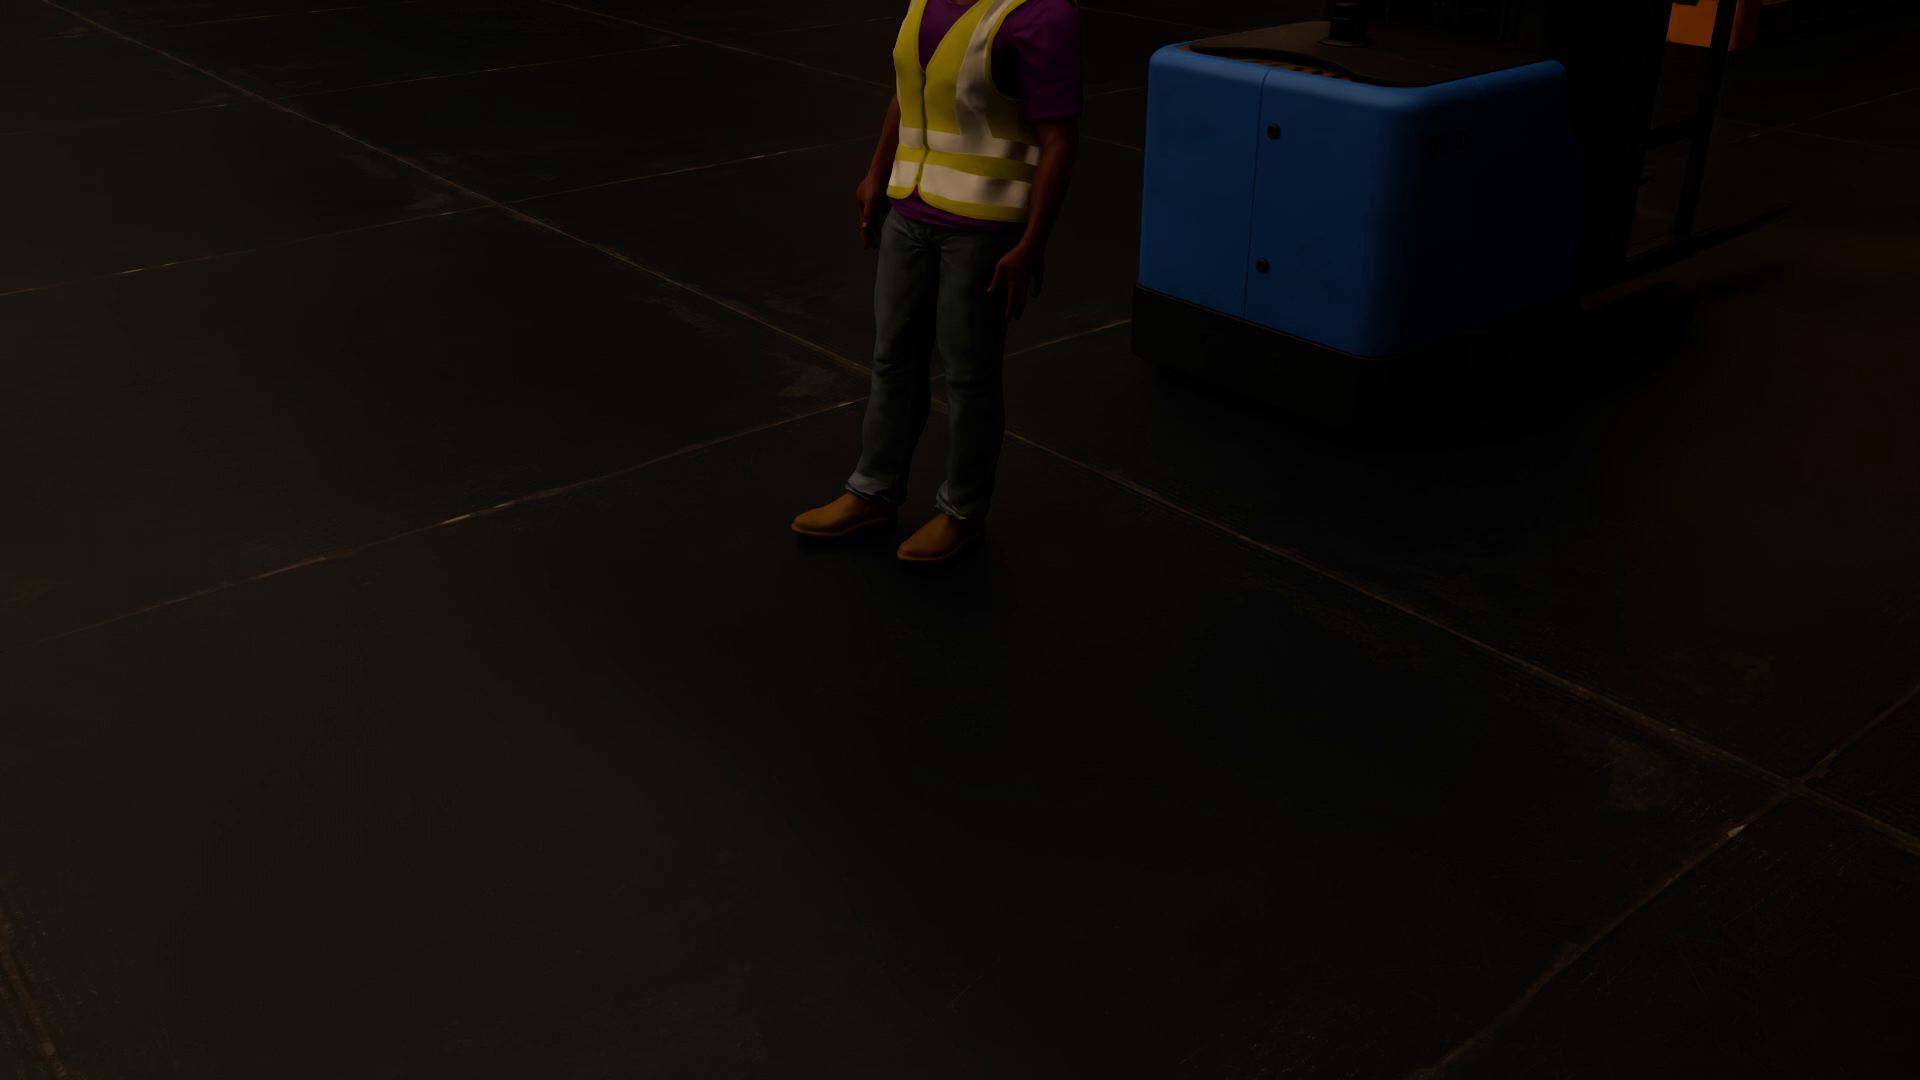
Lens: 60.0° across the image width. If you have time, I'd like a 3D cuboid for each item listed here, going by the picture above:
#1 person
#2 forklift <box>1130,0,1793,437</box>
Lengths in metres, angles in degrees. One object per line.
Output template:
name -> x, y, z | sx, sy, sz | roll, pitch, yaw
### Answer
person -> -0.057, -0.780, 4.070 | 0.577, 1.765, 0.665 | -20, 33, -35
forklift -> 2.024, -2.157, 5.551 | 3.031, 2.935, 1.130 | -21, 33, -36
